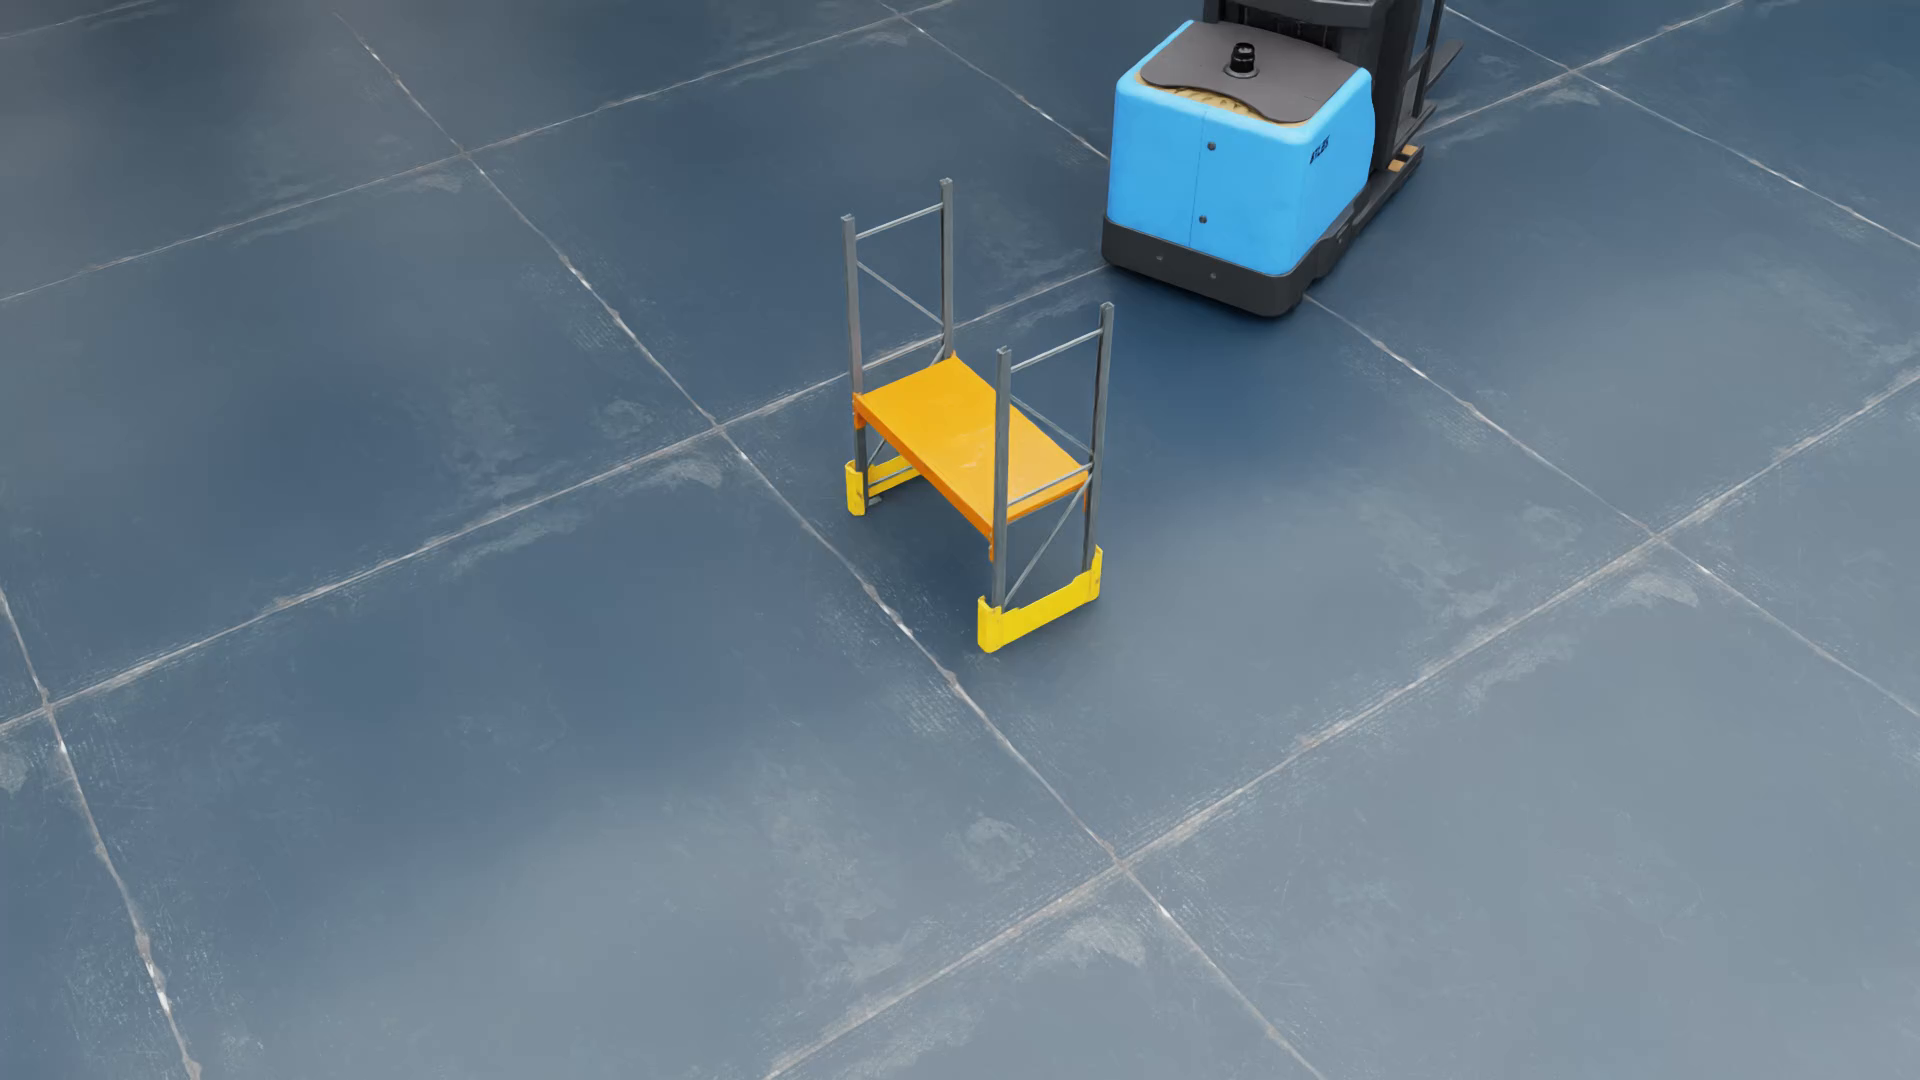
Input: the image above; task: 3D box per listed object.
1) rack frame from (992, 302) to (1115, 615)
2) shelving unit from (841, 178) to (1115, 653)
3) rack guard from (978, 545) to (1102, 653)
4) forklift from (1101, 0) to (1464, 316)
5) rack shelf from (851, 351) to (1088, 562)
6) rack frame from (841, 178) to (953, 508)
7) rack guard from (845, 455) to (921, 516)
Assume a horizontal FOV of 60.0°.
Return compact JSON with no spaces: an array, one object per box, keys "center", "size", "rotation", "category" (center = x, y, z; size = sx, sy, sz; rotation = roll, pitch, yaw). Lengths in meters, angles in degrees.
[{"center":[0.340,-0.206,6.371],"size":[0.500,1.500,0.032],"rotation":[-26,49,-24],"category":"rack frame"},{"center":[0.044,-0.499,6.678],"size":[0.587,1.500,1.083],"rotation":[-26,49,-24],"category":"shelving unit"},{"center":[0.329,0.235,6.814],"size":[0.587,0.250,0.087],"rotation":[-26,49,-24],"category":"rack guard"},{"center":[1.957,-3.172,8.441],"size":[1.130,2.935,3.031],"rotation":[24,49,23],"category":"forklift"},{"center":[0.049,-0.364,6.797],"size":[0.538,0.185,1.000],"rotation":[-26,49,-24],"category":"rack shelf"},{"center":[-0.242,-0.782,6.974],"size":[0.500,1.500,0.032],"rotation":[-26,49,-24],"category":"rack frame"},{"center":[-0.241,-0.329,7.405],"size":[0.587,0.250,0.087],"rotation":[-26,49,-24],"category":"rack guard"}]
